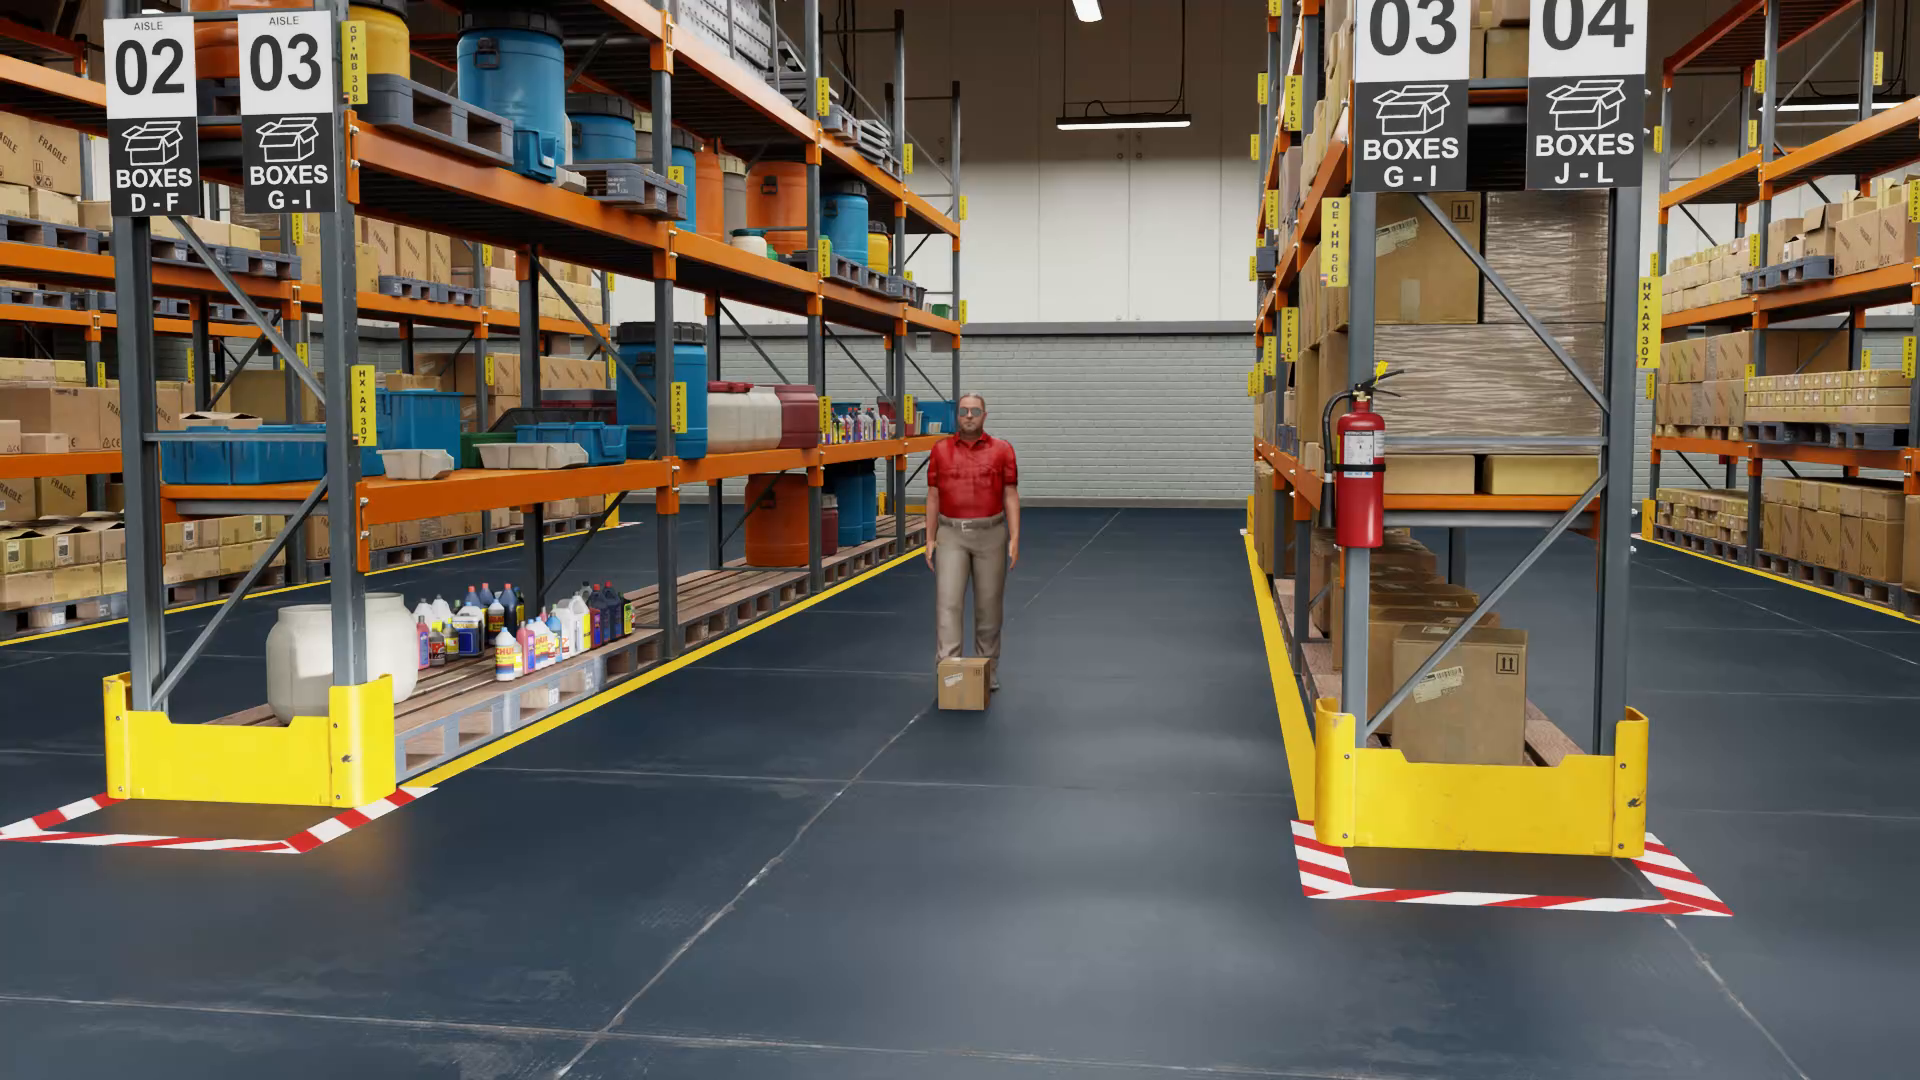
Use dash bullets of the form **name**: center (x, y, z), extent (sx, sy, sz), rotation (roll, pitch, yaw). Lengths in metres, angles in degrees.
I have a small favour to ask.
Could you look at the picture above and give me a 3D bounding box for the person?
- **person**: center (0.065, 0.024, 9.450), extent (0.553, 1.718, 0.733), rotation (0, 4, 3)
